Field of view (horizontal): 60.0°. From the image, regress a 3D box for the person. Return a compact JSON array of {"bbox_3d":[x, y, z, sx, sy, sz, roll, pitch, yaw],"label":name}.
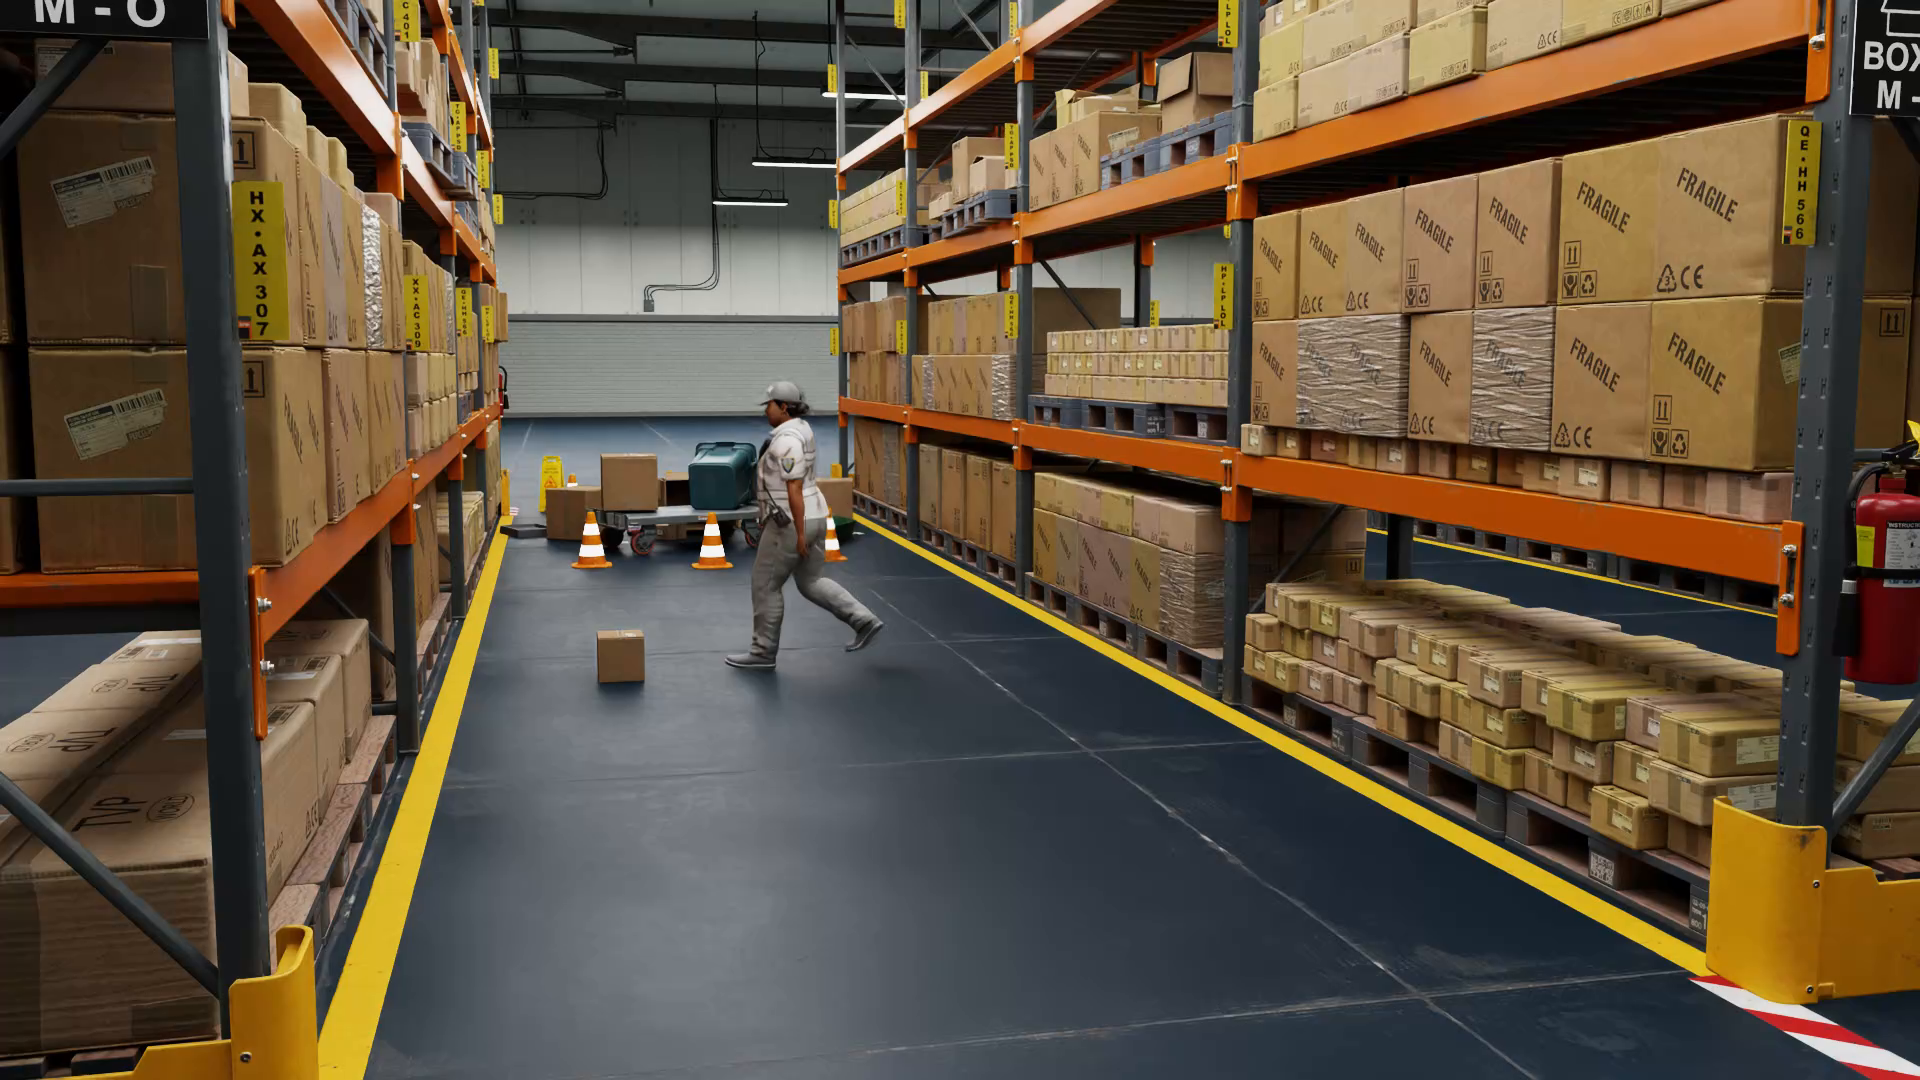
[{"bbox_3d":[-0.899,-0.085,9.449,0.900,1.636,0.490,1,6,8],"label":"person"}]
